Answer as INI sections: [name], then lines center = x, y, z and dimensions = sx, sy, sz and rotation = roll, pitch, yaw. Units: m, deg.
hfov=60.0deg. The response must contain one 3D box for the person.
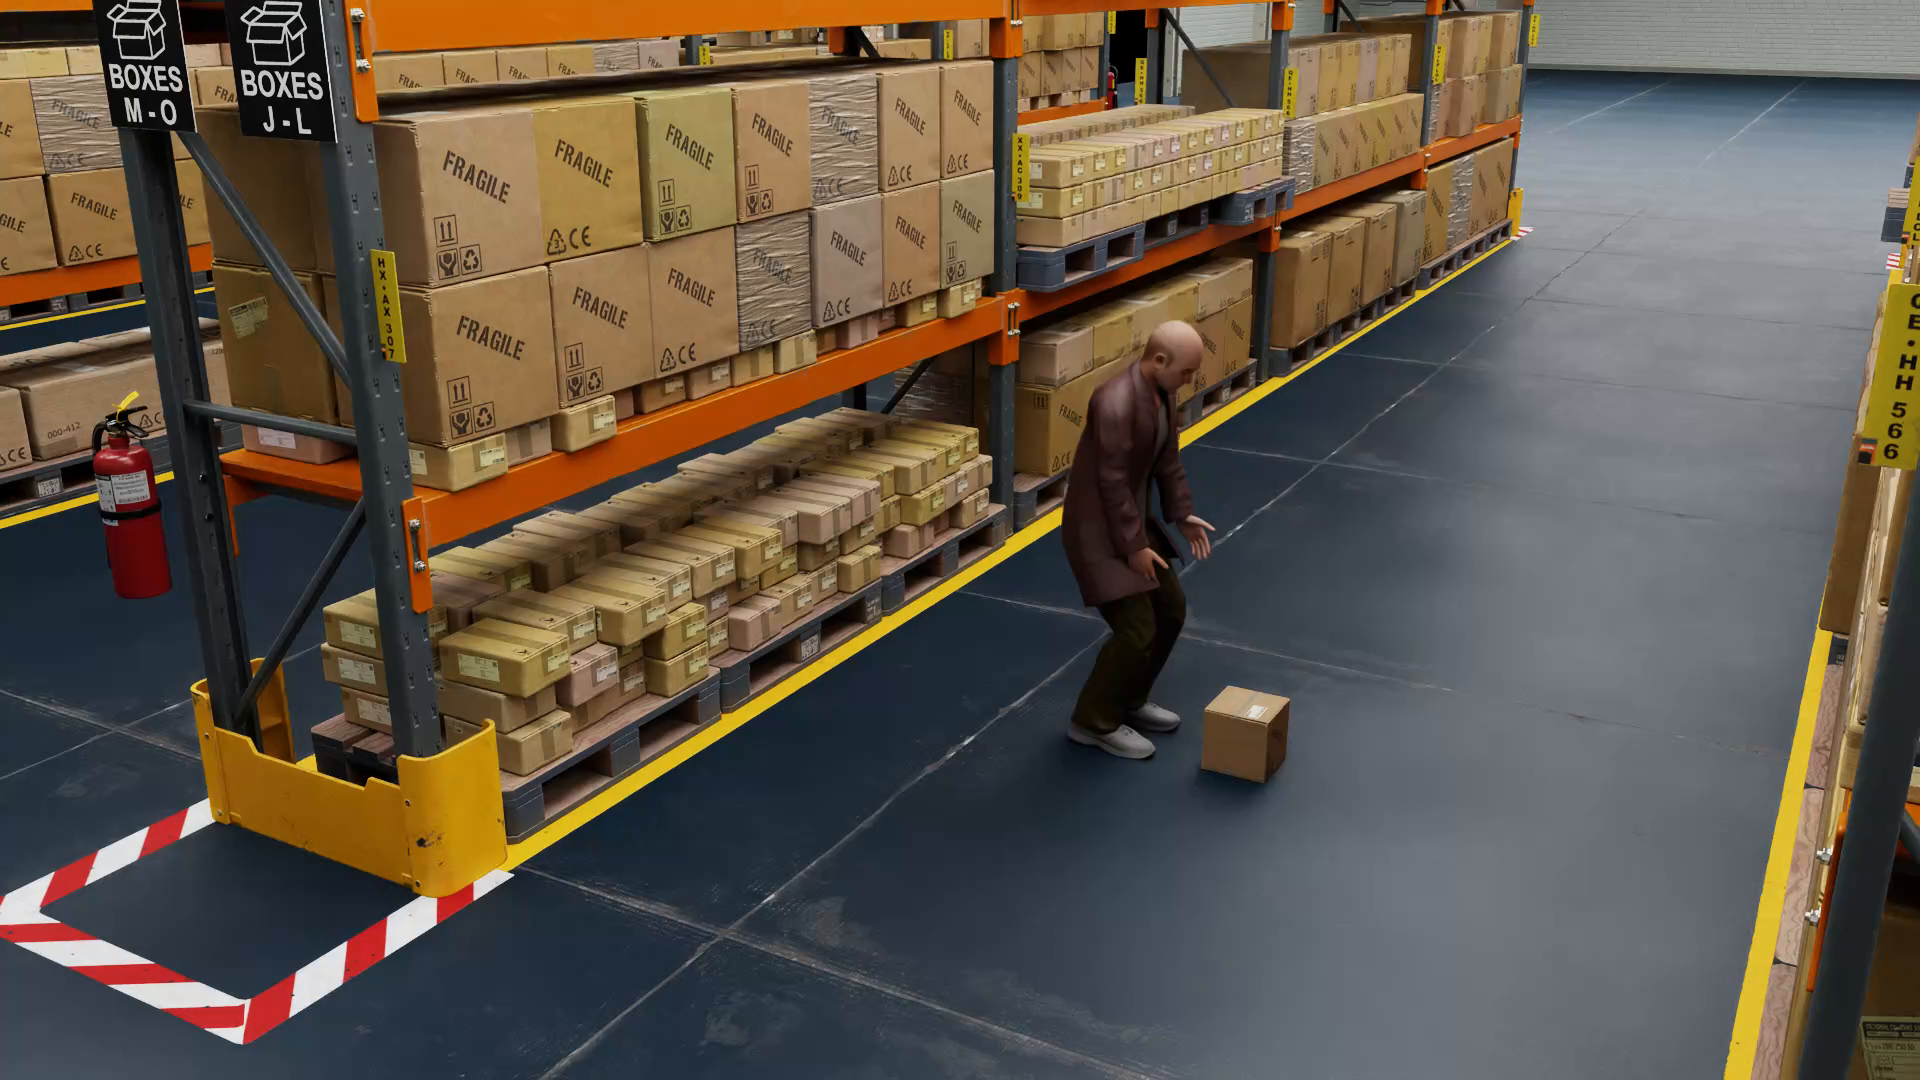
[person]
center = 0.660, -0.024, 6.337
dimensions = 0.503, 1.672, 0.607
rotation = 11, 22, 29
